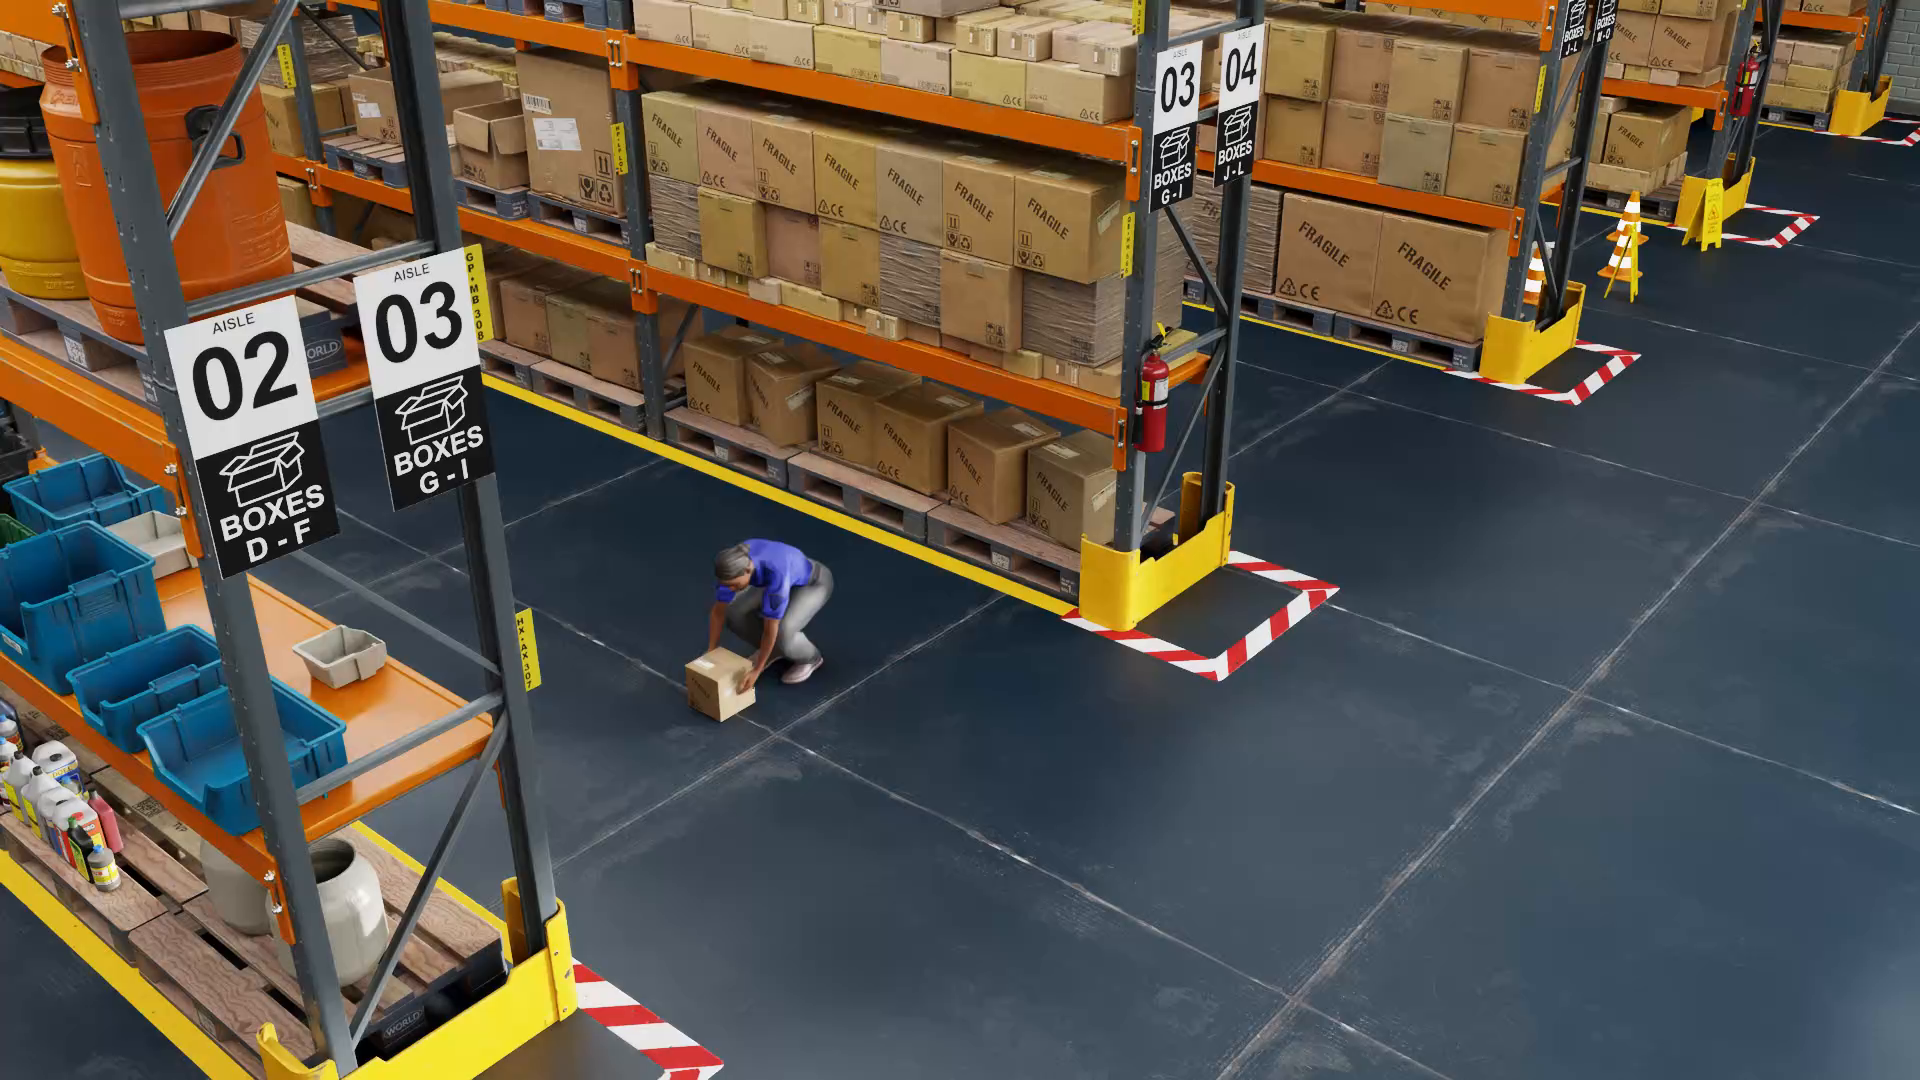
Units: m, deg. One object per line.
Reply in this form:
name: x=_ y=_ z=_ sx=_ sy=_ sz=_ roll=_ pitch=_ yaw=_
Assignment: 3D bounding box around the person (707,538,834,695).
person: x=-1.006 y=0.340 z=8.791 sx=0.476 sy=0.908 sz=0.805 roll=21 pitch=34 yaw=34
